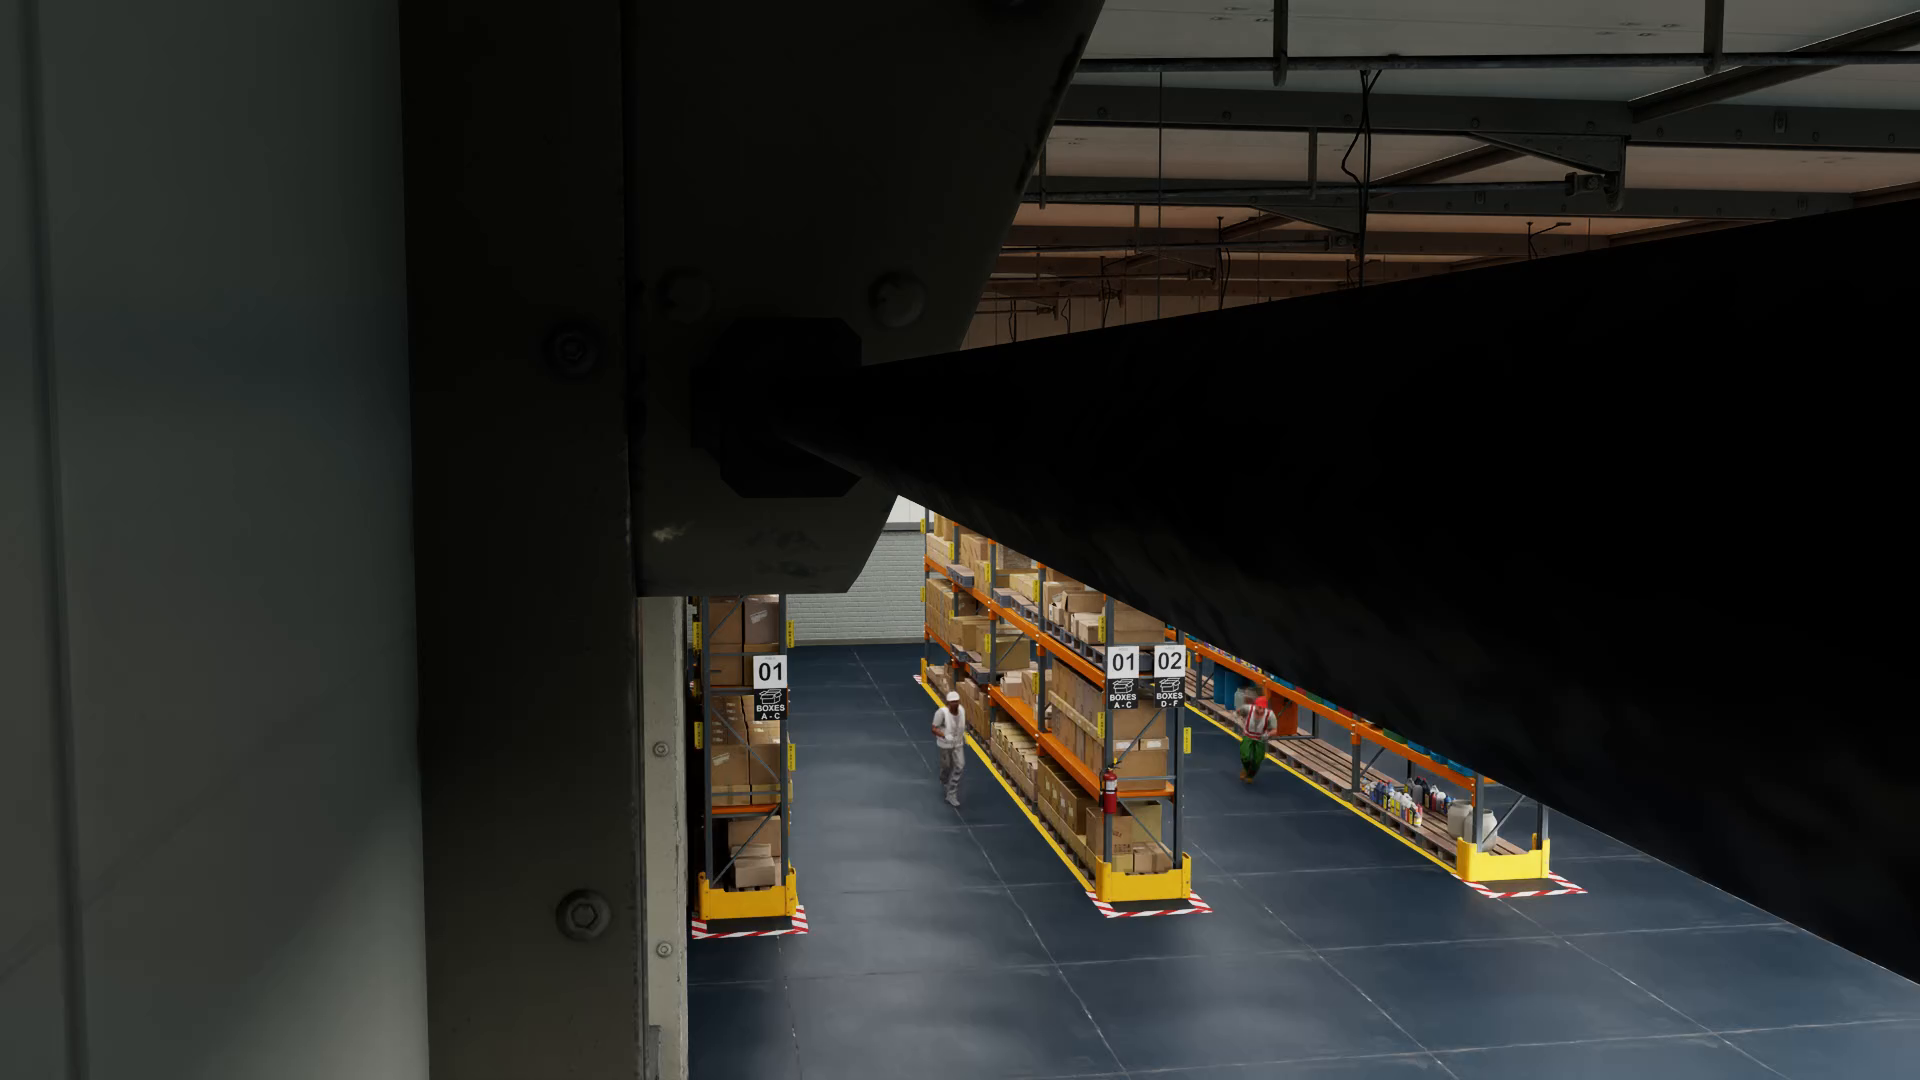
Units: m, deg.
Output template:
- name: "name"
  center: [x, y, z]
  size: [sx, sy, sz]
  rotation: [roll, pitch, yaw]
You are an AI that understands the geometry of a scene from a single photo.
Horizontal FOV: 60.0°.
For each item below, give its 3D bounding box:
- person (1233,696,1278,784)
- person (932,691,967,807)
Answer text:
- name: "person"
  center: [4.726, 3.186, 26.647]
  size: [0.706, 1.491, 1.005]
  rotation: [1, 5, 10]
- name: "person"
  center: [-0.197, 3.181, 25.782]
  size: [0.643, 1.760, 0.851]
  rotation: [-2, 5, -21]
